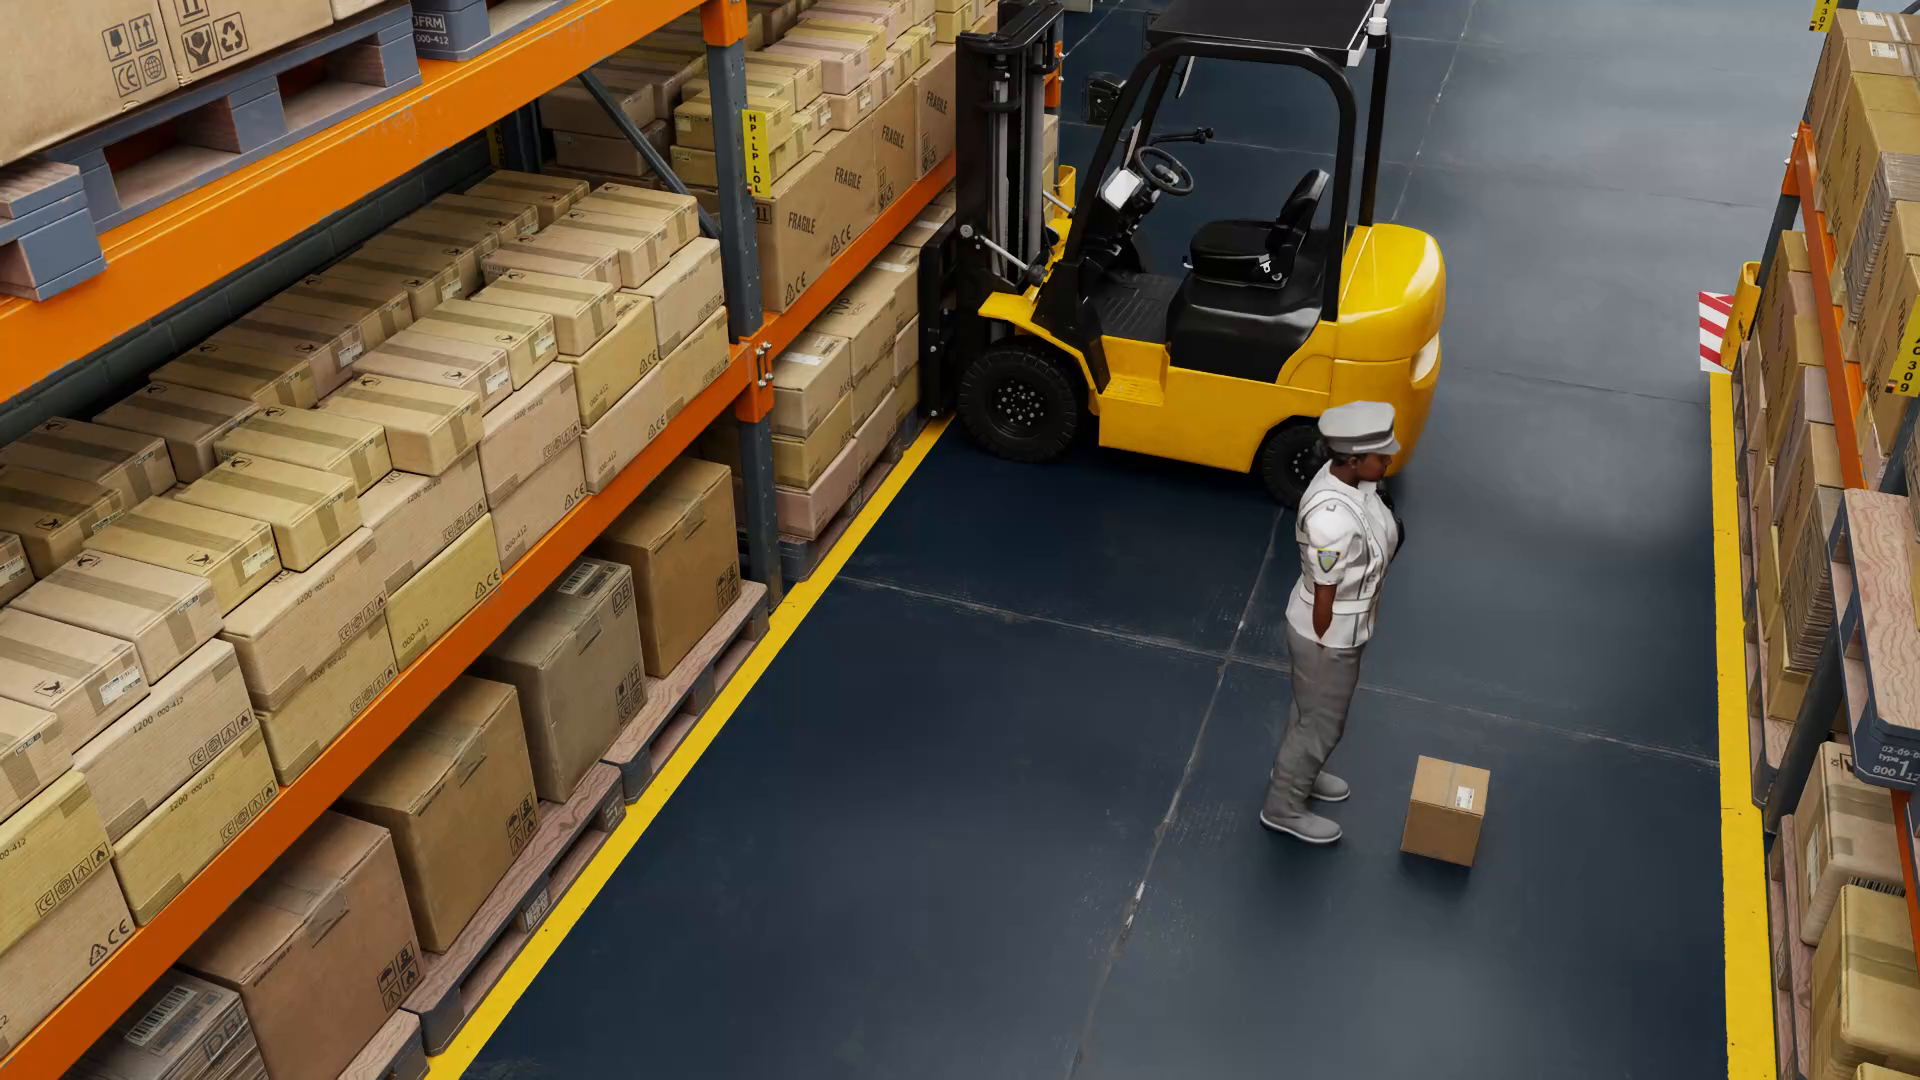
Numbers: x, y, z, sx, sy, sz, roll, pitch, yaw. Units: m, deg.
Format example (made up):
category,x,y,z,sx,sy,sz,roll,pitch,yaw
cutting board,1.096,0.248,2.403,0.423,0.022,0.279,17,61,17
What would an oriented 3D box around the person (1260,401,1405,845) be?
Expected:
category,x,y,z,sx,sy,sz,roll,pitch,yaw
person,1.289,0.286,5.705,0.341,1.674,0.437,12,35,17
